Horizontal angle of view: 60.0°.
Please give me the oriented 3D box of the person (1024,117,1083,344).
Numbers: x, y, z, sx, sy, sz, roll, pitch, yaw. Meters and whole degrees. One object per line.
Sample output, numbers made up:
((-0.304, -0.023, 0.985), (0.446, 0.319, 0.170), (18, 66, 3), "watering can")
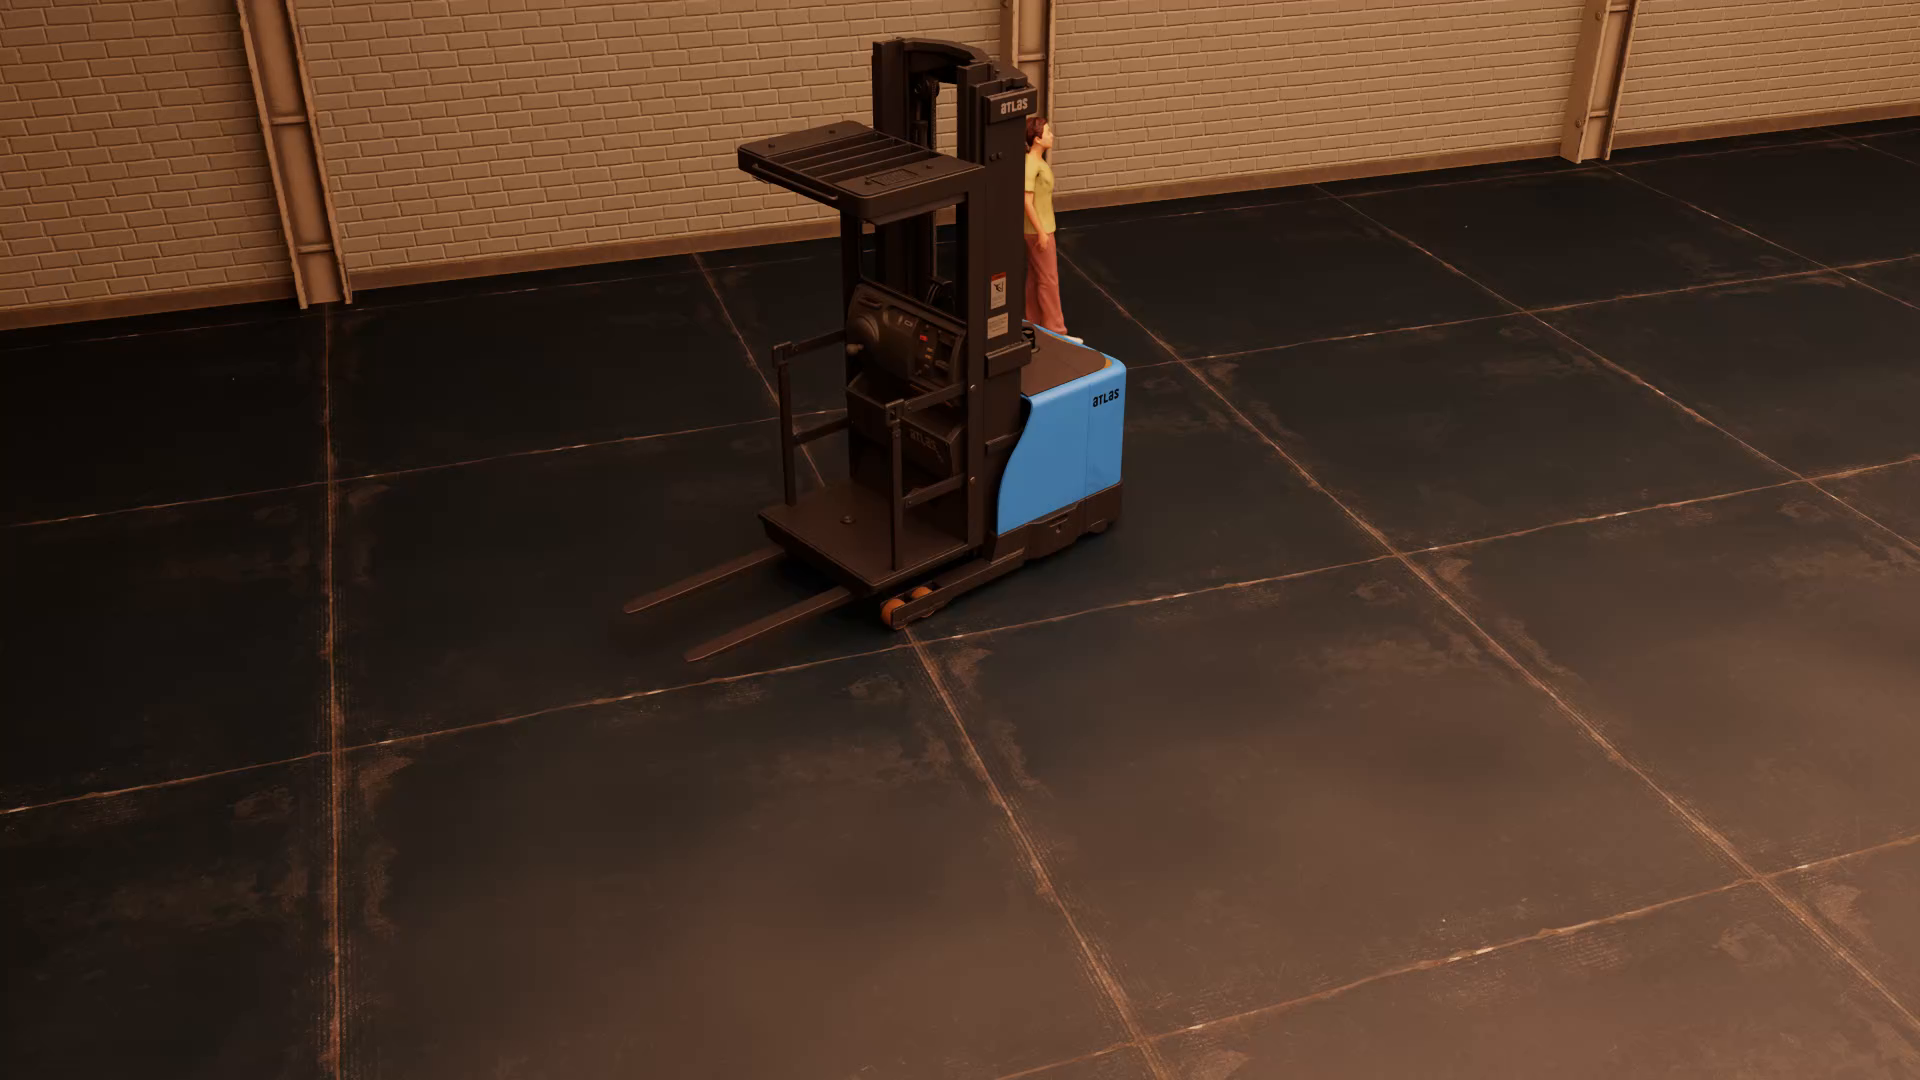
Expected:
((0.659, -2.293, 12.322), (0.547, 1.677, 0.553), (1, 30, 1), "person")

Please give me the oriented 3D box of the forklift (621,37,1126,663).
((-0.461, -1.072, 8.951), (3.031, 2.935, 1.130), (-23, 37, -34), "forklift")
